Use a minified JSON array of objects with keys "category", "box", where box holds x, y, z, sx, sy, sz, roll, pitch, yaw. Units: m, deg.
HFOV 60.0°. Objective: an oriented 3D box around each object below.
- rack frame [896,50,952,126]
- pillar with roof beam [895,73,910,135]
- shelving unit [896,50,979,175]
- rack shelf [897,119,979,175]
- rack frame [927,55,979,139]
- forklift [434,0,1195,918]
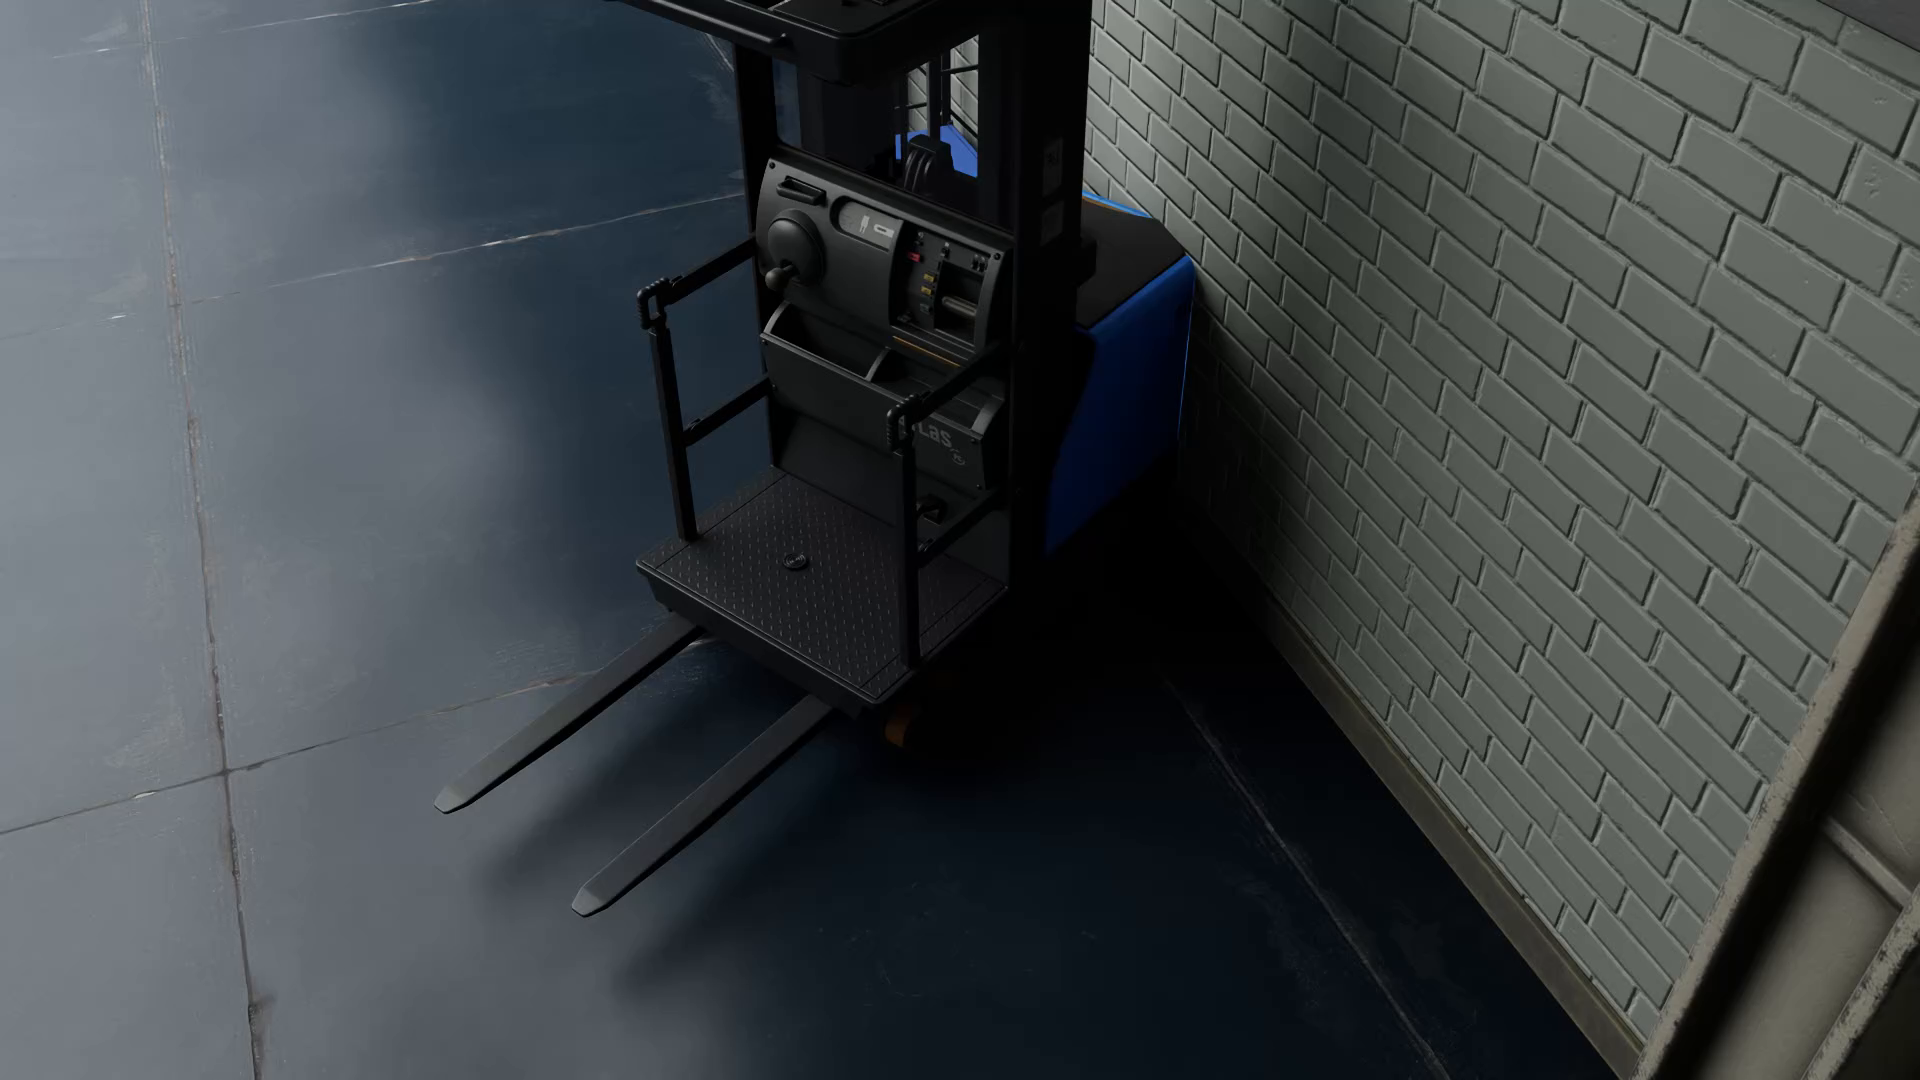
[{"category":"rack frame","box":[-0.274,-1.887,7.294,0.500,1.500,0.032,-15,43,-17]},{"category":"pillar with roof beam","box":[-4.435,-4.222,4.258,9.100,9.000,0.400,-15,43,-17]},{"category":"shelving unit","box":[-0.079,-1.581,6.938,0.538,1.500,1.048,-15,43,-17]},{"category":"rack shelf","box":[-0.079,-1.445,7.055,0.538,0.185,1.000,-15,43,-17]},{"category":"rack frame","box":[0.116,-1.275,6.582,0.500,1.500,0.032,-15,43,-17]},{"category":"forklift","box":[-0.384,-0.792,4.923,1.130,2.935,3.031,27,48,28]}]
